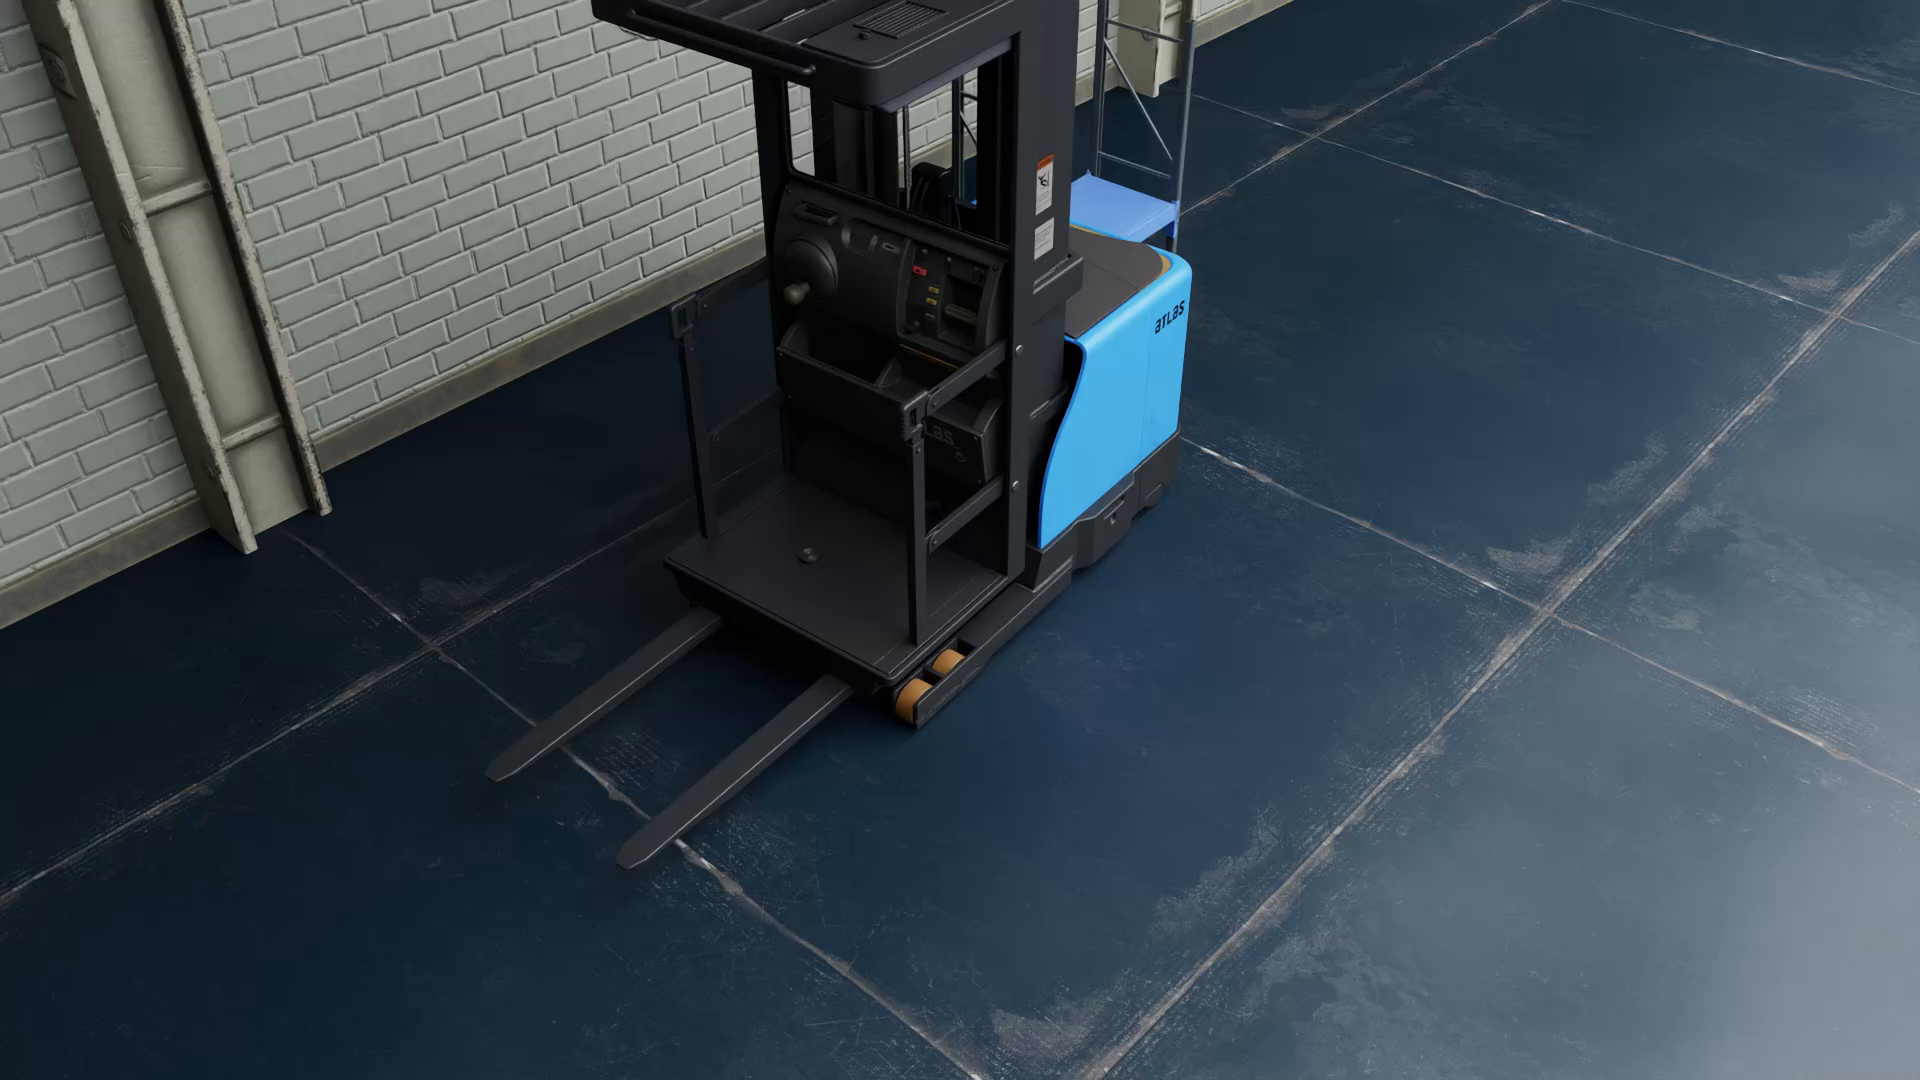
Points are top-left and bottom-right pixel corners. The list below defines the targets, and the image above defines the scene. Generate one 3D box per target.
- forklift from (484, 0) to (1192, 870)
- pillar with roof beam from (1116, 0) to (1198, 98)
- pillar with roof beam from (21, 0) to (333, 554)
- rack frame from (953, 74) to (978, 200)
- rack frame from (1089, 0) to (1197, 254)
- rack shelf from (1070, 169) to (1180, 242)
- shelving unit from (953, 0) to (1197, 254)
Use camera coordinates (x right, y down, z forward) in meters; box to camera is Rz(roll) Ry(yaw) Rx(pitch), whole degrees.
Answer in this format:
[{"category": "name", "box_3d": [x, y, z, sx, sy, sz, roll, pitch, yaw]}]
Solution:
[{"category": "forklift", "box_3d": [-0.380, -0.834, 5.444, 1.130, 2.935, 3.031, 25, 45, 28]}, {"category": "pillar with roof beam", "box_3d": [4.377, -4.567, 5.263, 9.100, 9.000, 0.400, 30, 47, 32]}, {"category": "pillar with roof beam", "box_3d": [0.329, -1.811, 1.797, 9.100, 9.000, 0.400, 30, 47, 32]}, {"category": "rack frame", "box_3d": [0.173, -1.243, 7.109, 0.500, 1.500, 0.032, 27, 46, 30]}, {"category": "rack frame", "box_3d": [0.815, -1.734, 7.725, 0.500, 1.500, 0.032, 27, 46, 30]}, {"category": "rack shelf", "box_3d": [0.494, -1.348, 7.529, 0.538, 0.185, 1.000, 27, 46, 30]}, {"category": "shelving unit", "box_3d": [0.494, -1.489, 7.417, 0.538, 1.500, 1.048, 27, 46, 30]}]
